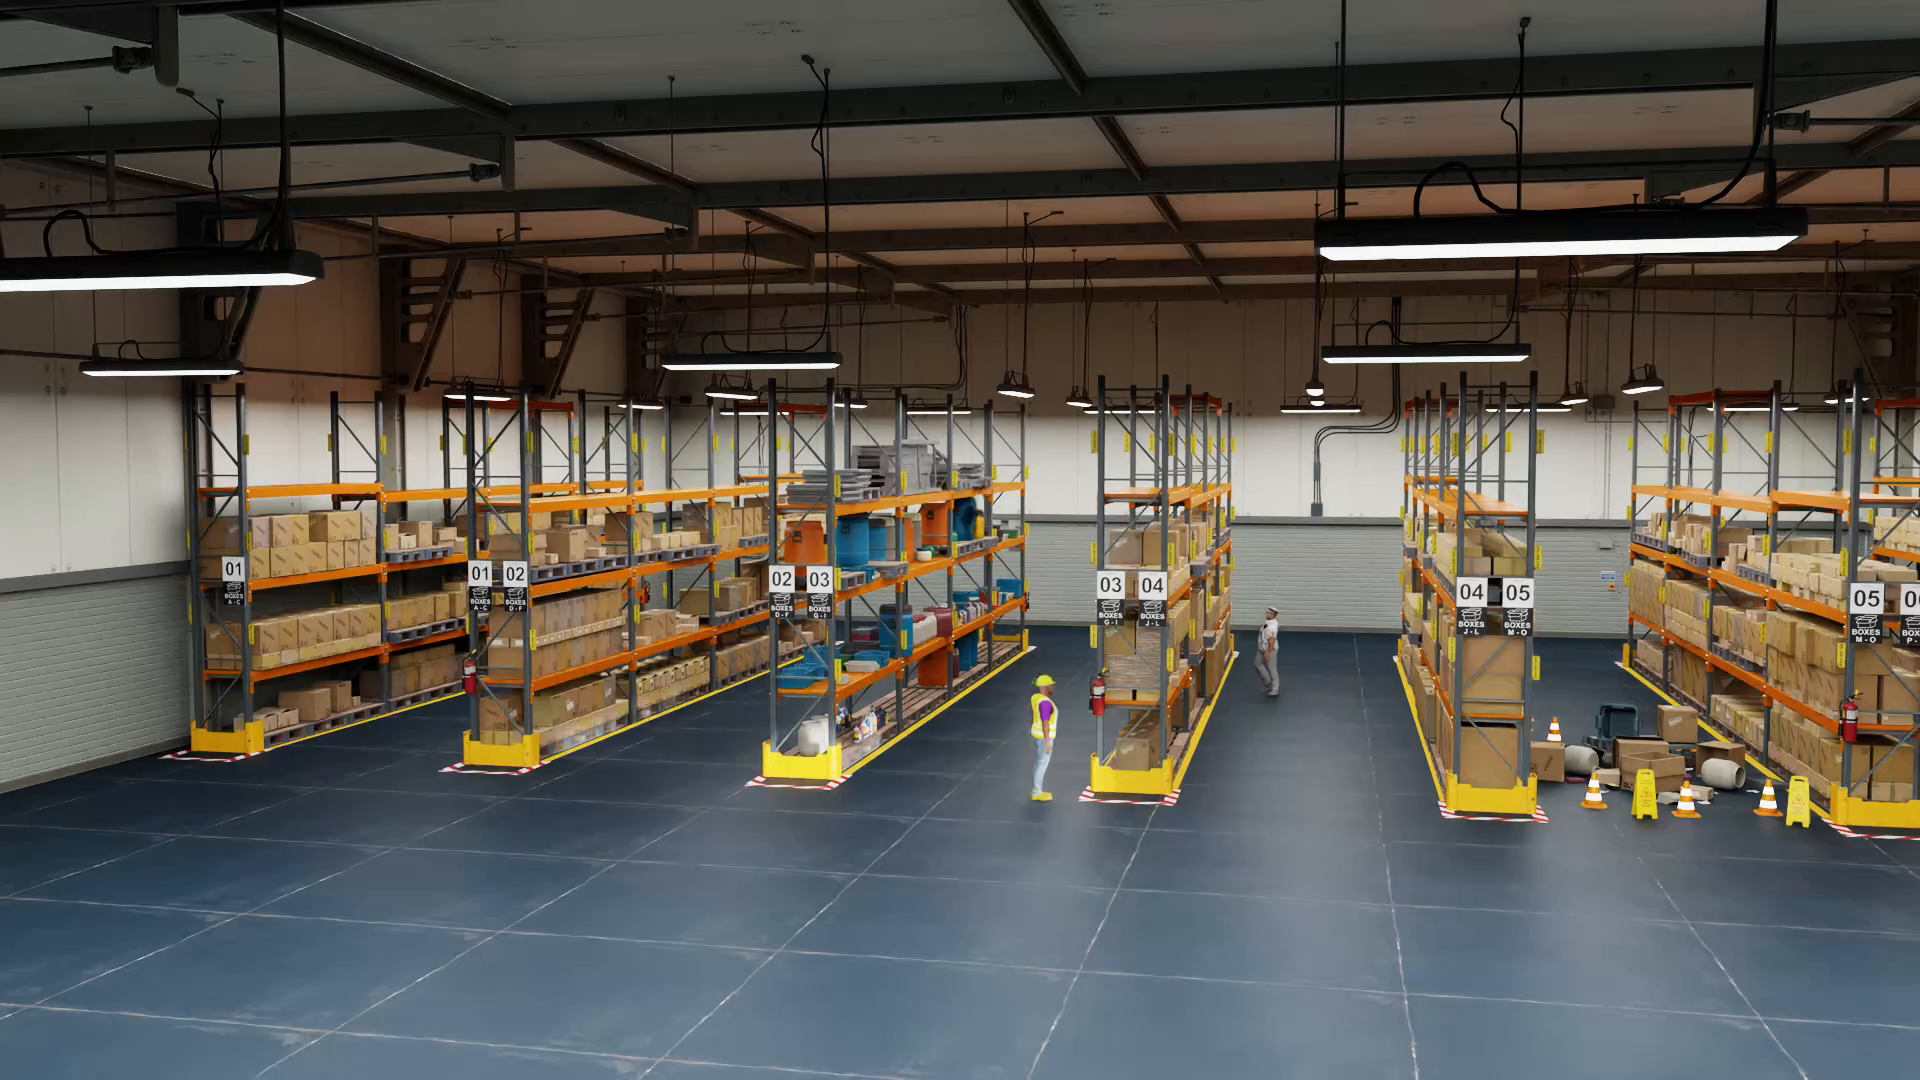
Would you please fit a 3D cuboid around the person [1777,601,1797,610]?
[{"bbox_3d":[19.846,1.805,39.970,0.538,1.773,0.592,0,3,-5],"label":"person"}]

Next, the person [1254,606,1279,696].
[{"bbox_3d":[6.186,2.214,33.378,0.426,1.796,0.687,-1,3,-13],"label":"person"}]

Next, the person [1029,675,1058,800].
[{"bbox_3d":[1.166,2.777,23.420,0.383,1.764,0.687,-1,3,-12],"label":"person"}]
